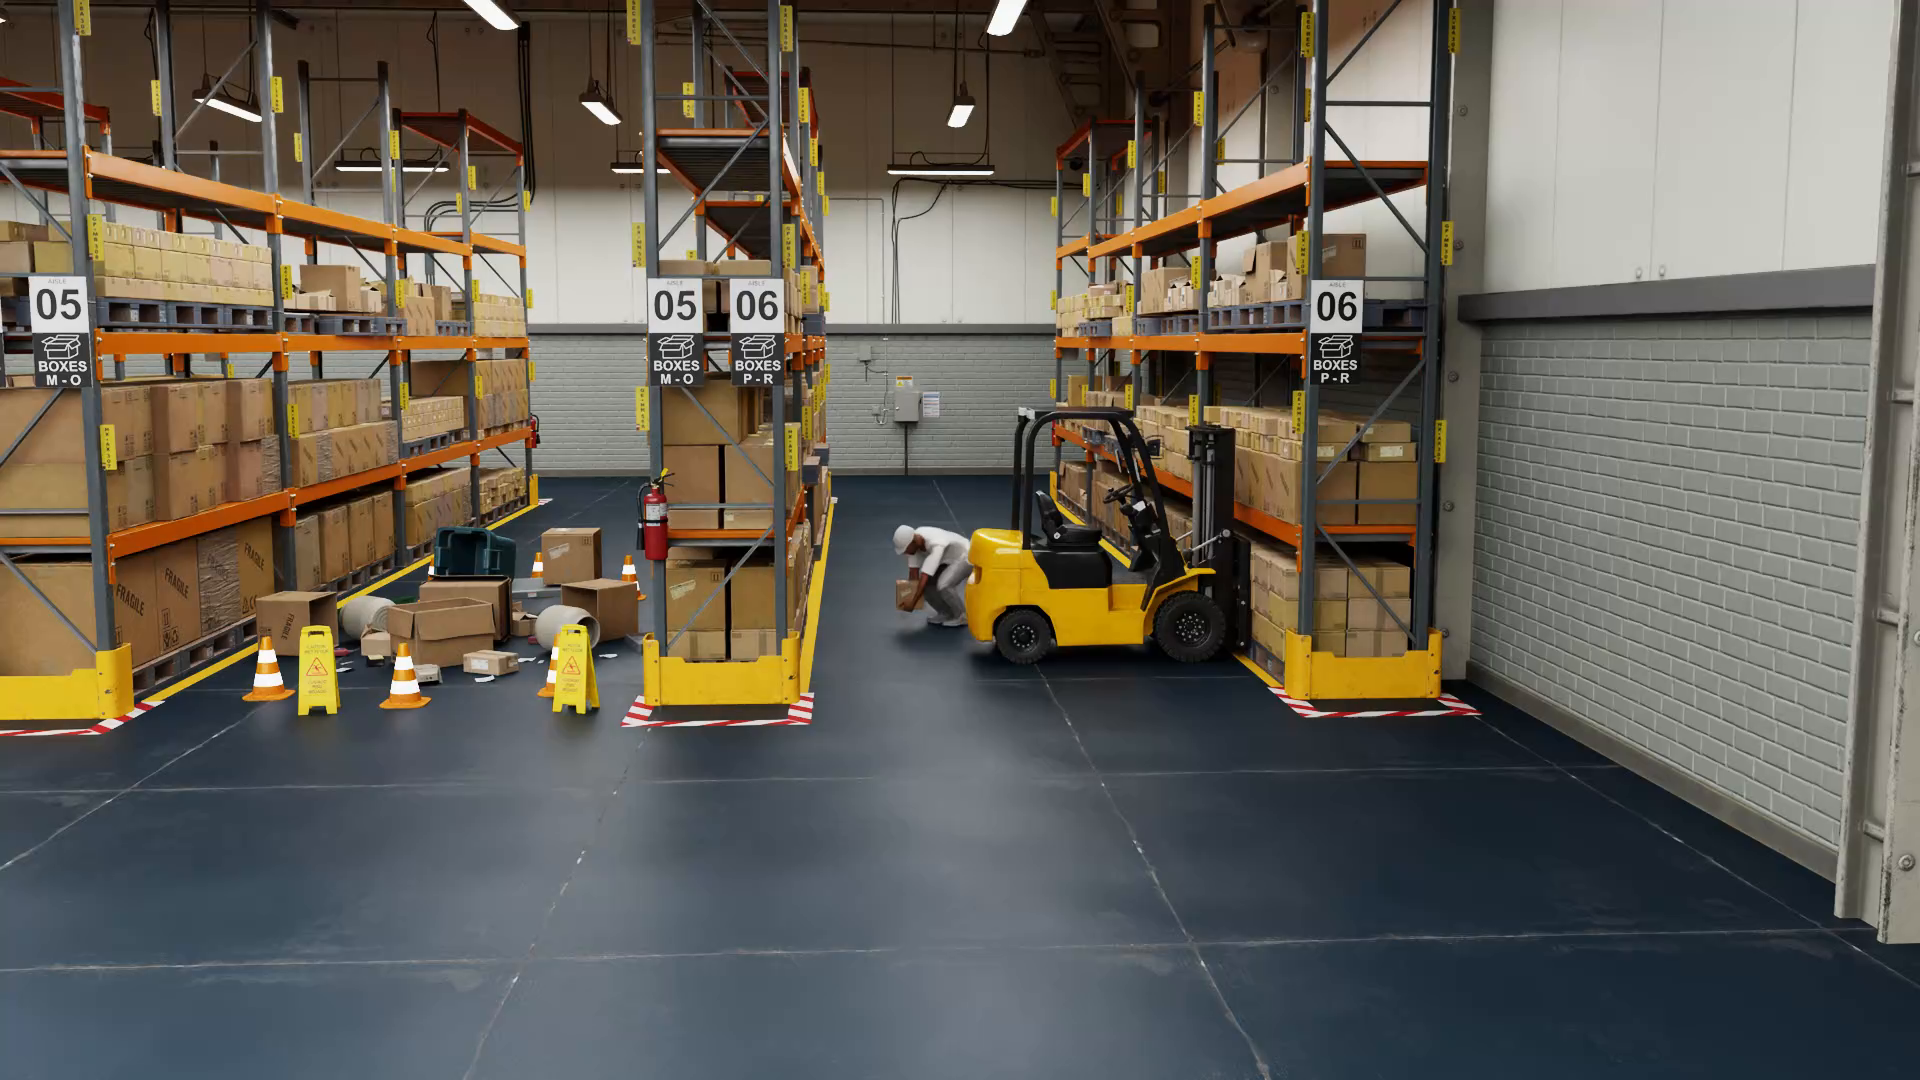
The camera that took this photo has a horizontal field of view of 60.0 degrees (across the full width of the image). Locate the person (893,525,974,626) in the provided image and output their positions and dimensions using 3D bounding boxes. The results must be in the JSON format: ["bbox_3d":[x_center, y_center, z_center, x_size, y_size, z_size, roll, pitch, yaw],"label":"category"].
[{"bbox_3d":[-0.237,0.335,16.041,0.947,1.009,0.526,-5,8,-35],"label":"person"}]
